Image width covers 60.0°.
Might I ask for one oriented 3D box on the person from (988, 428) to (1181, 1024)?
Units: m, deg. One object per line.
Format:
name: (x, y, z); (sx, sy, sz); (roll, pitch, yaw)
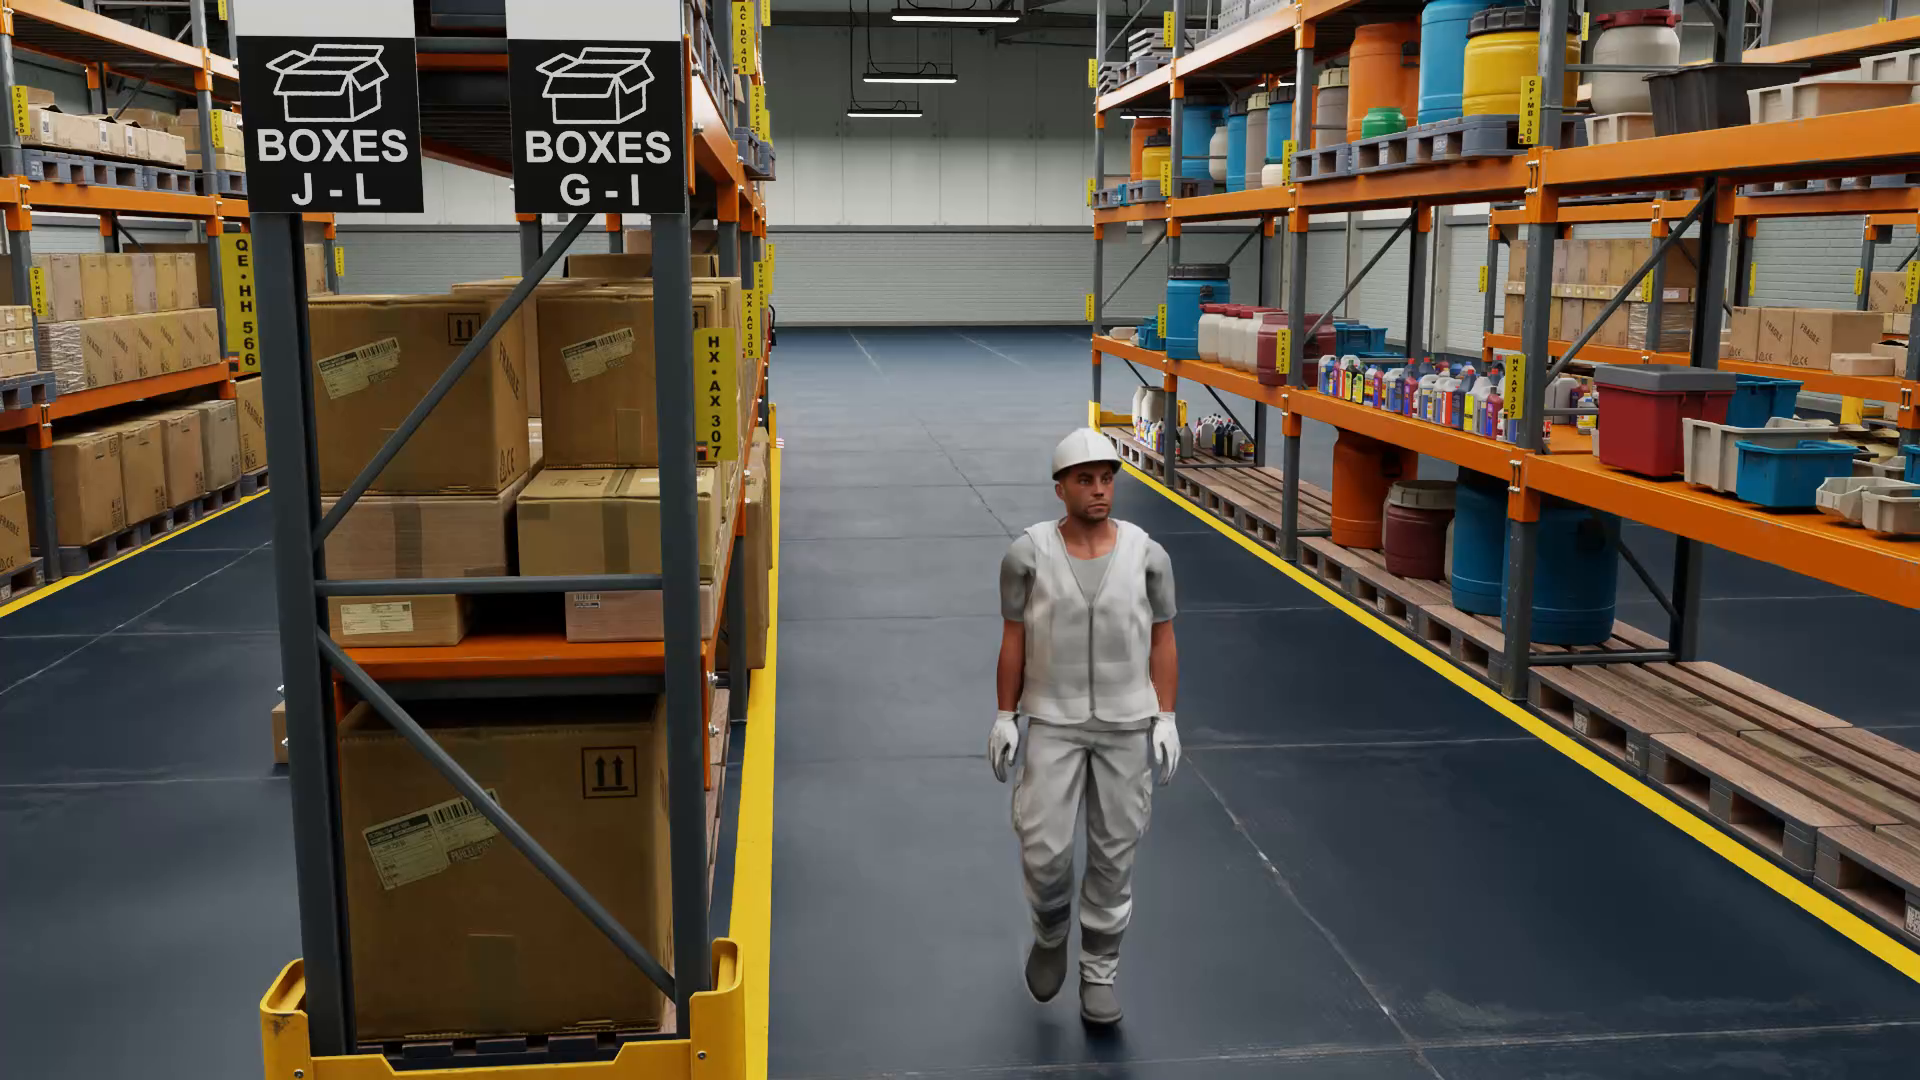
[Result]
person: (0.374, 0.563, 4.932); (0.573, 1.778, 0.467); (0, 10, -3)
